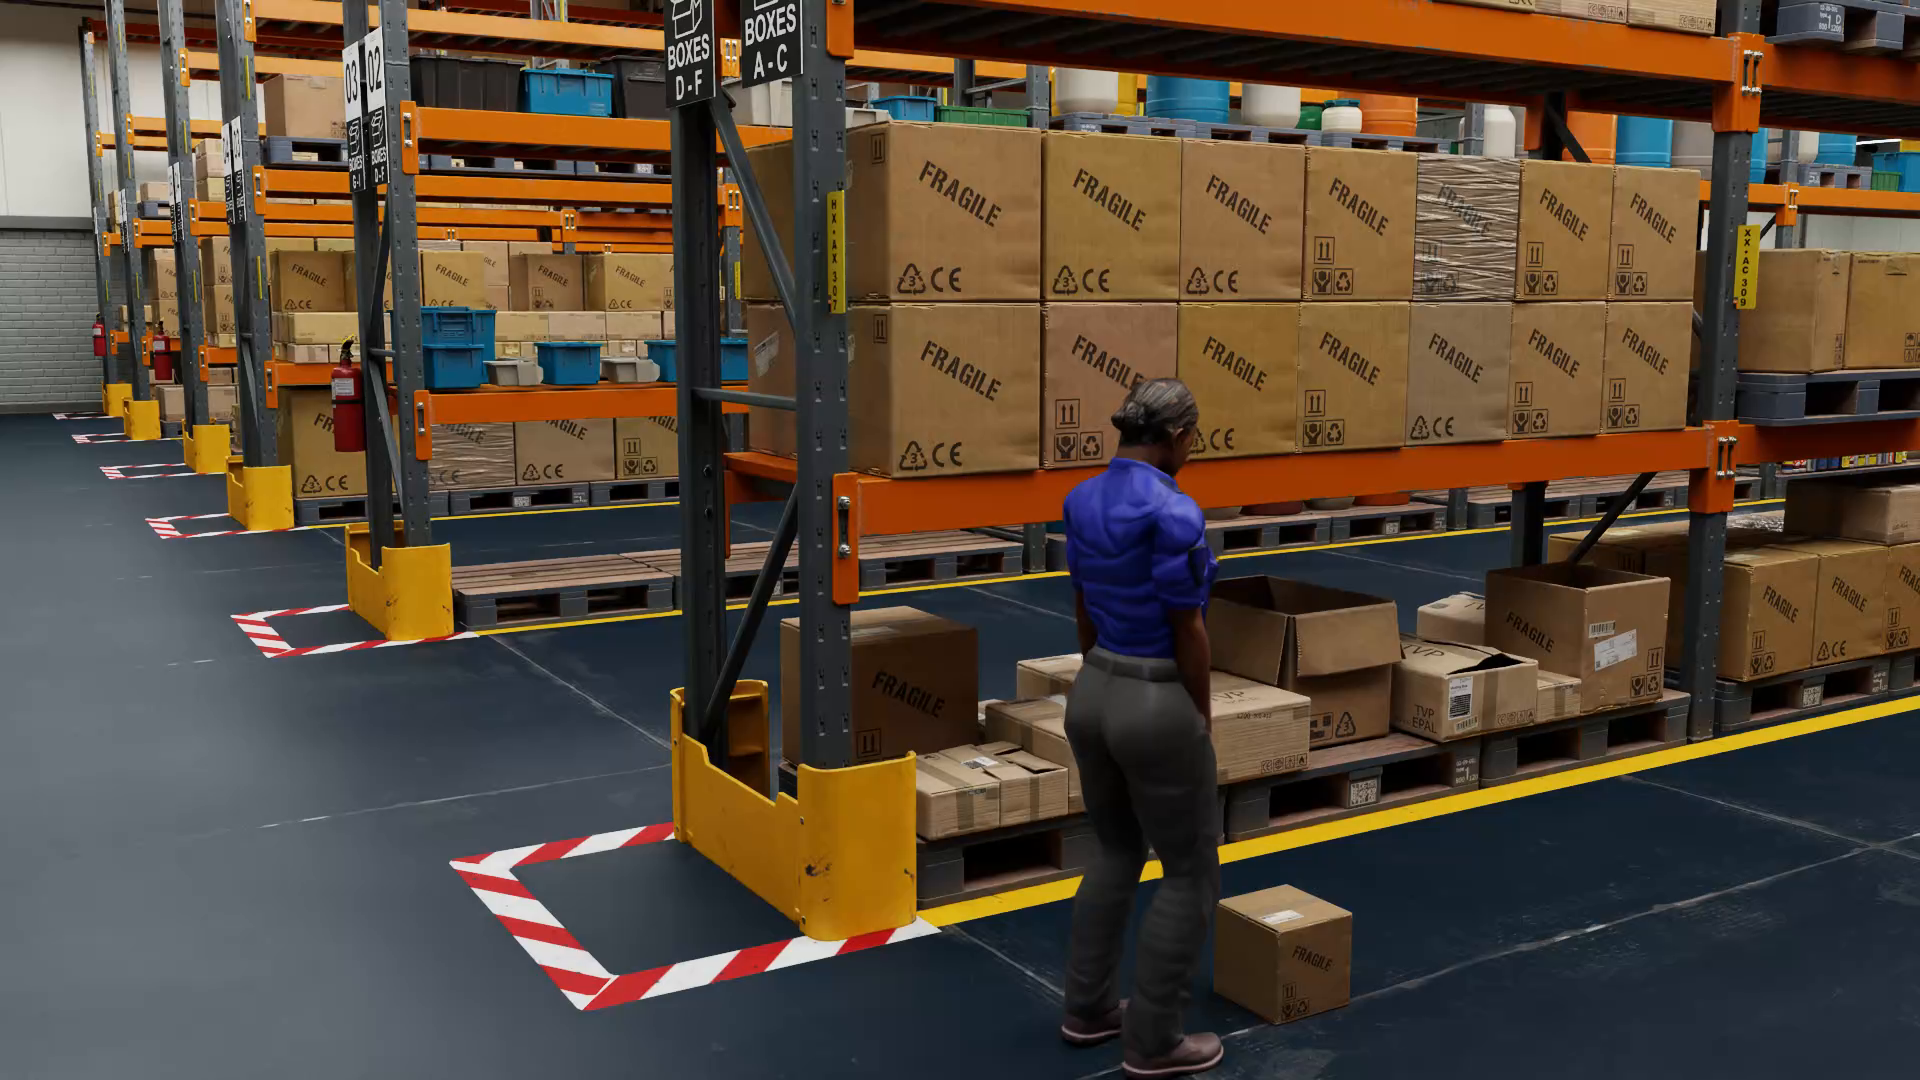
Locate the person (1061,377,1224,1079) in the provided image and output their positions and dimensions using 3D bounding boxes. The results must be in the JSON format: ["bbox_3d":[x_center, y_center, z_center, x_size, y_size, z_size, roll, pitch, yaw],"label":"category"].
[{"bbox_3d":[0.426,0.435,3.964,0.330,1.636,0.446,-6,10,-34],"label":"person"}]
